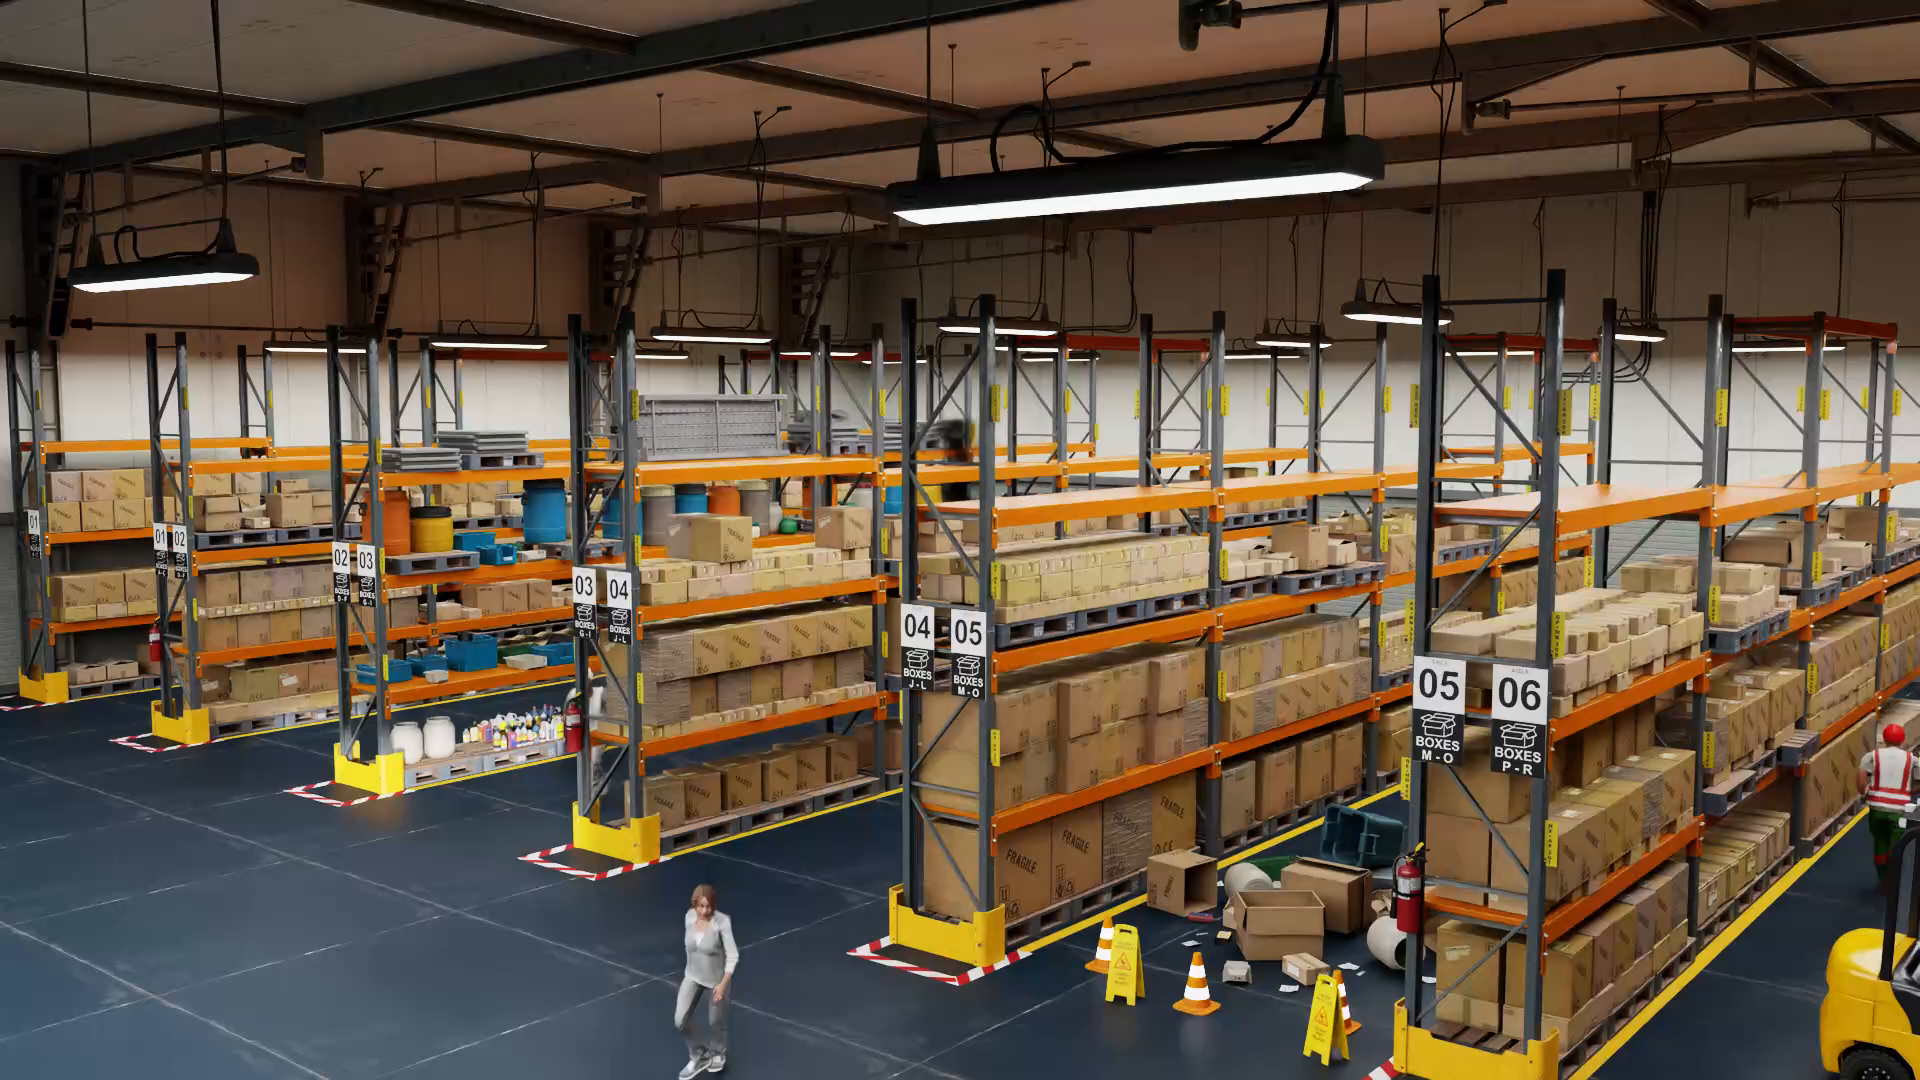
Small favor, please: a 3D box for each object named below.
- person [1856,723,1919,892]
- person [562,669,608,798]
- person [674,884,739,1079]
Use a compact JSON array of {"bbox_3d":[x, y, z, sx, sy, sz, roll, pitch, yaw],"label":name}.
[{"bbox_3d":[9.592,2.773,17.127,0.647,1.737,0.742,3,6,33],"label":"person"},{"bbox_3d":[-4.562,2.433,20.707,0.696,1.749,0.945,1,5,12],"label":"person"},{"bbox_3d":[-1.856,3.281,12.381,0.515,1.525,0.714,1,5,12],"label":"person"}]
